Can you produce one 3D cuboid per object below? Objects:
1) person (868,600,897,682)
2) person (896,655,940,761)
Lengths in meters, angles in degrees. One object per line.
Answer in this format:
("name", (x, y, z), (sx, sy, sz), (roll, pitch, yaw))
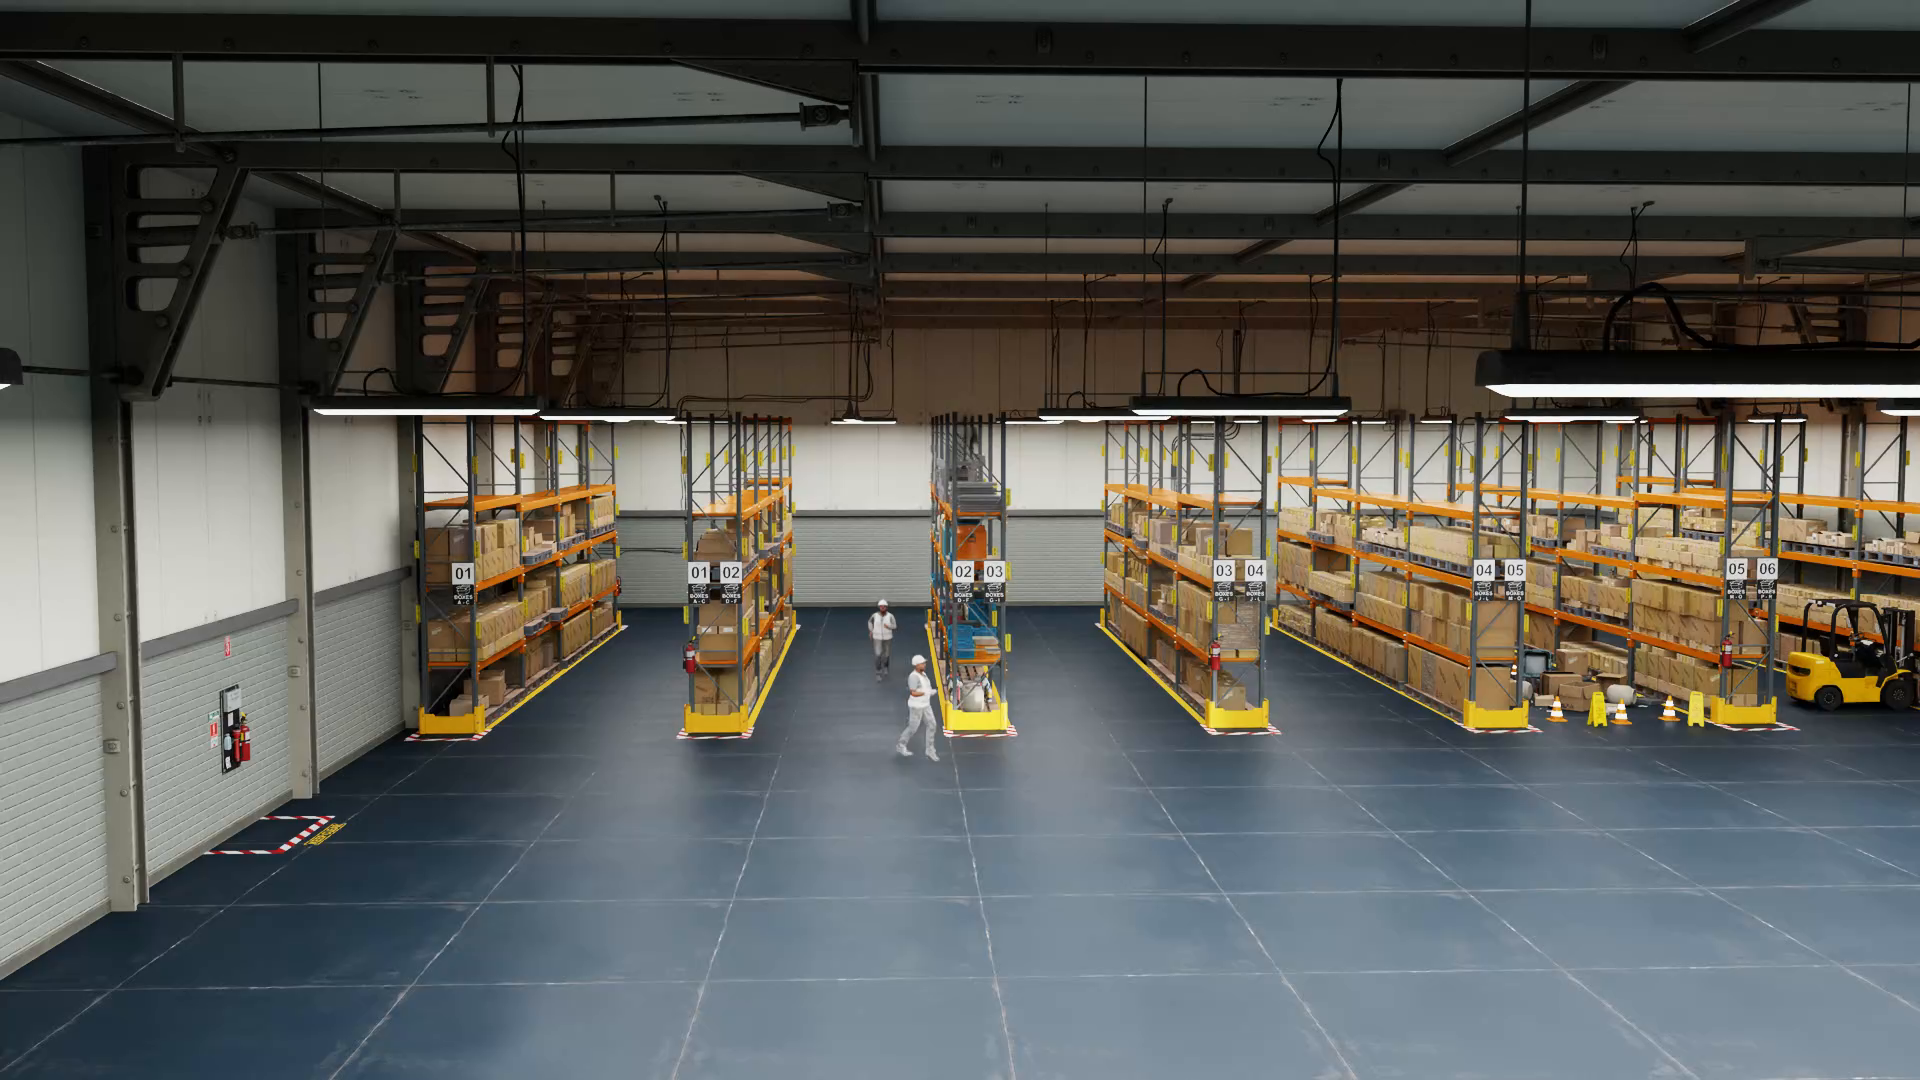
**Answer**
("person", (-1.756, 2.224, 37.693), (0.635, 1.741, 0.830), (0, 4, -5))
("person", (-0.723, 2.891, 28.525), (0.808, 1.847, 0.660), (2, 4, 23))
